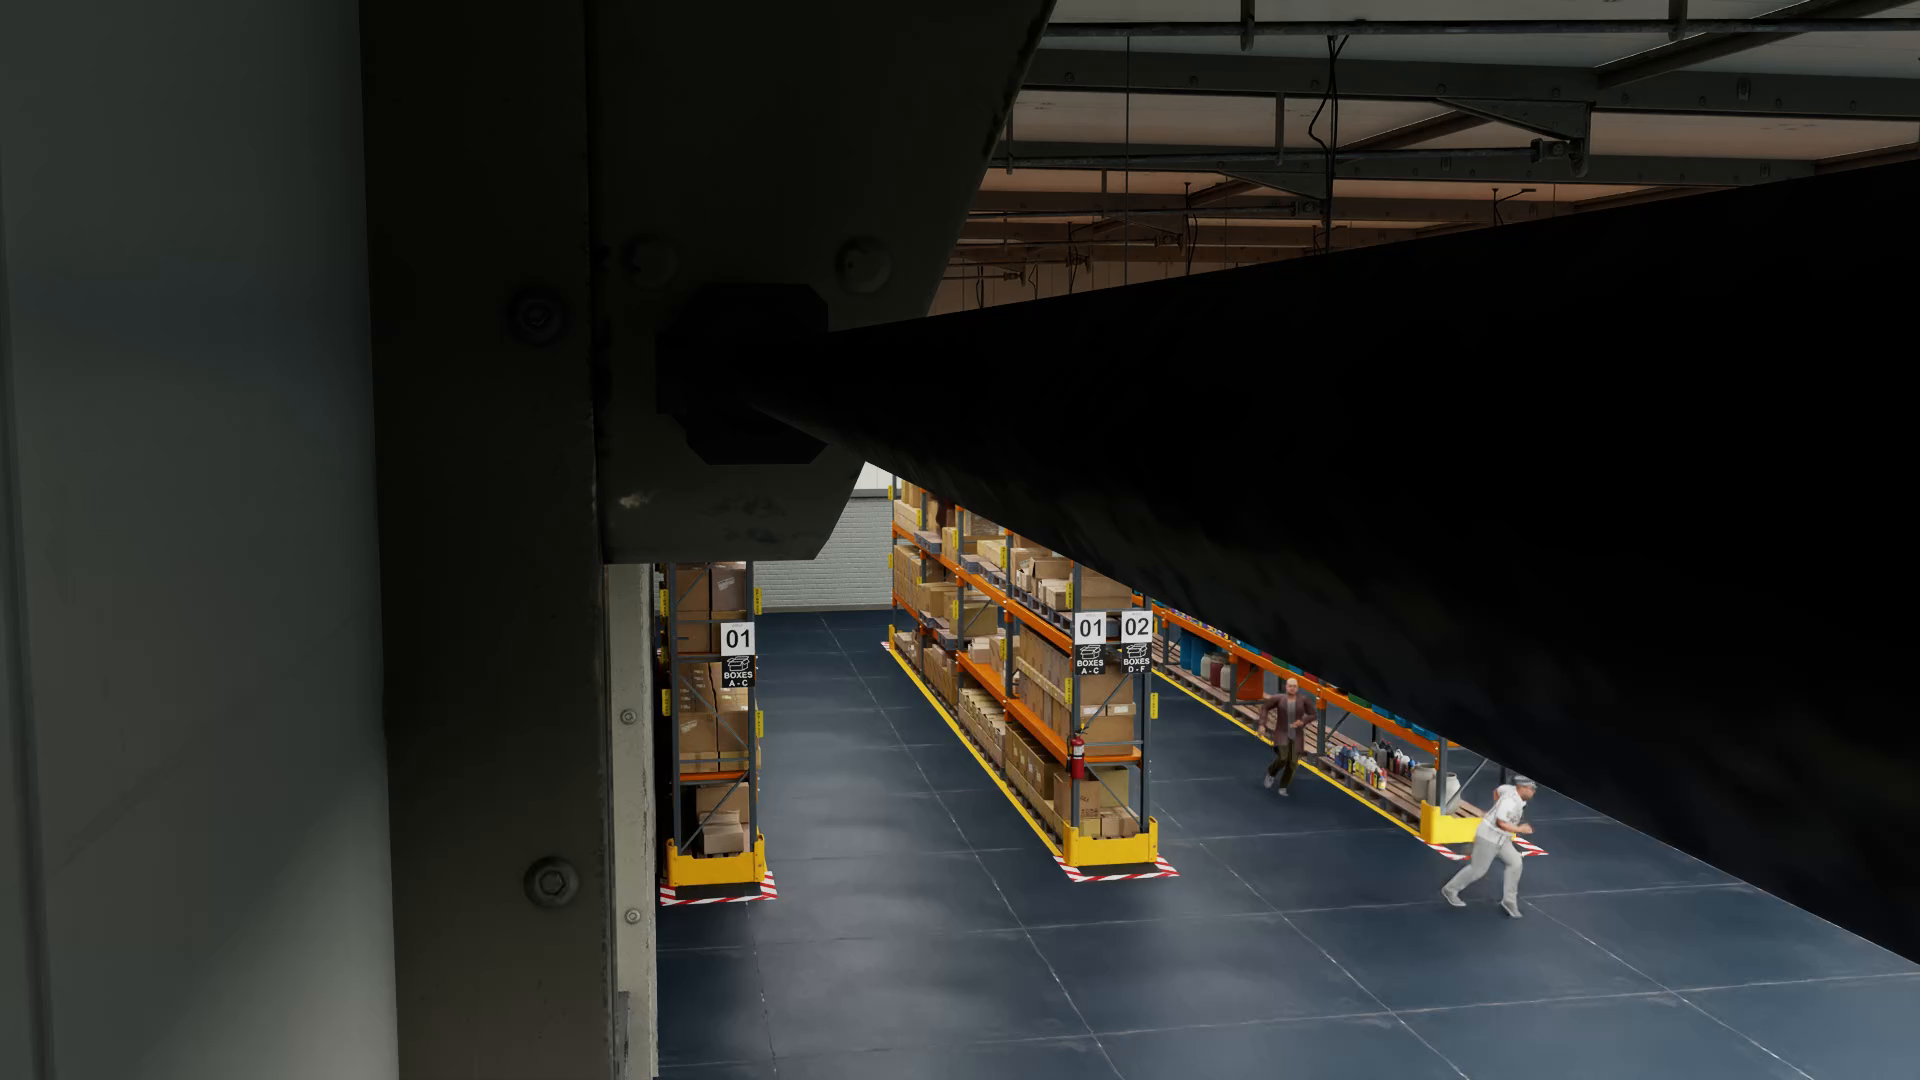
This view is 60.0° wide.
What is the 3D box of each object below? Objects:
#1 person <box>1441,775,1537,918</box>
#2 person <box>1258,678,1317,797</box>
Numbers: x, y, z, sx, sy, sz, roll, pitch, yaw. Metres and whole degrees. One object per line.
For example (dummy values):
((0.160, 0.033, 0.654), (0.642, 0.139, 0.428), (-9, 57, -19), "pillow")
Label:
((6.061, 3.488, 19.062), (1.014, 1.719, 0.707), (3, 7, 26), "person")
((4.777, 2.869, 24.235), (0.806, 1.734, 0.598), (0, 6, -4), "person")
